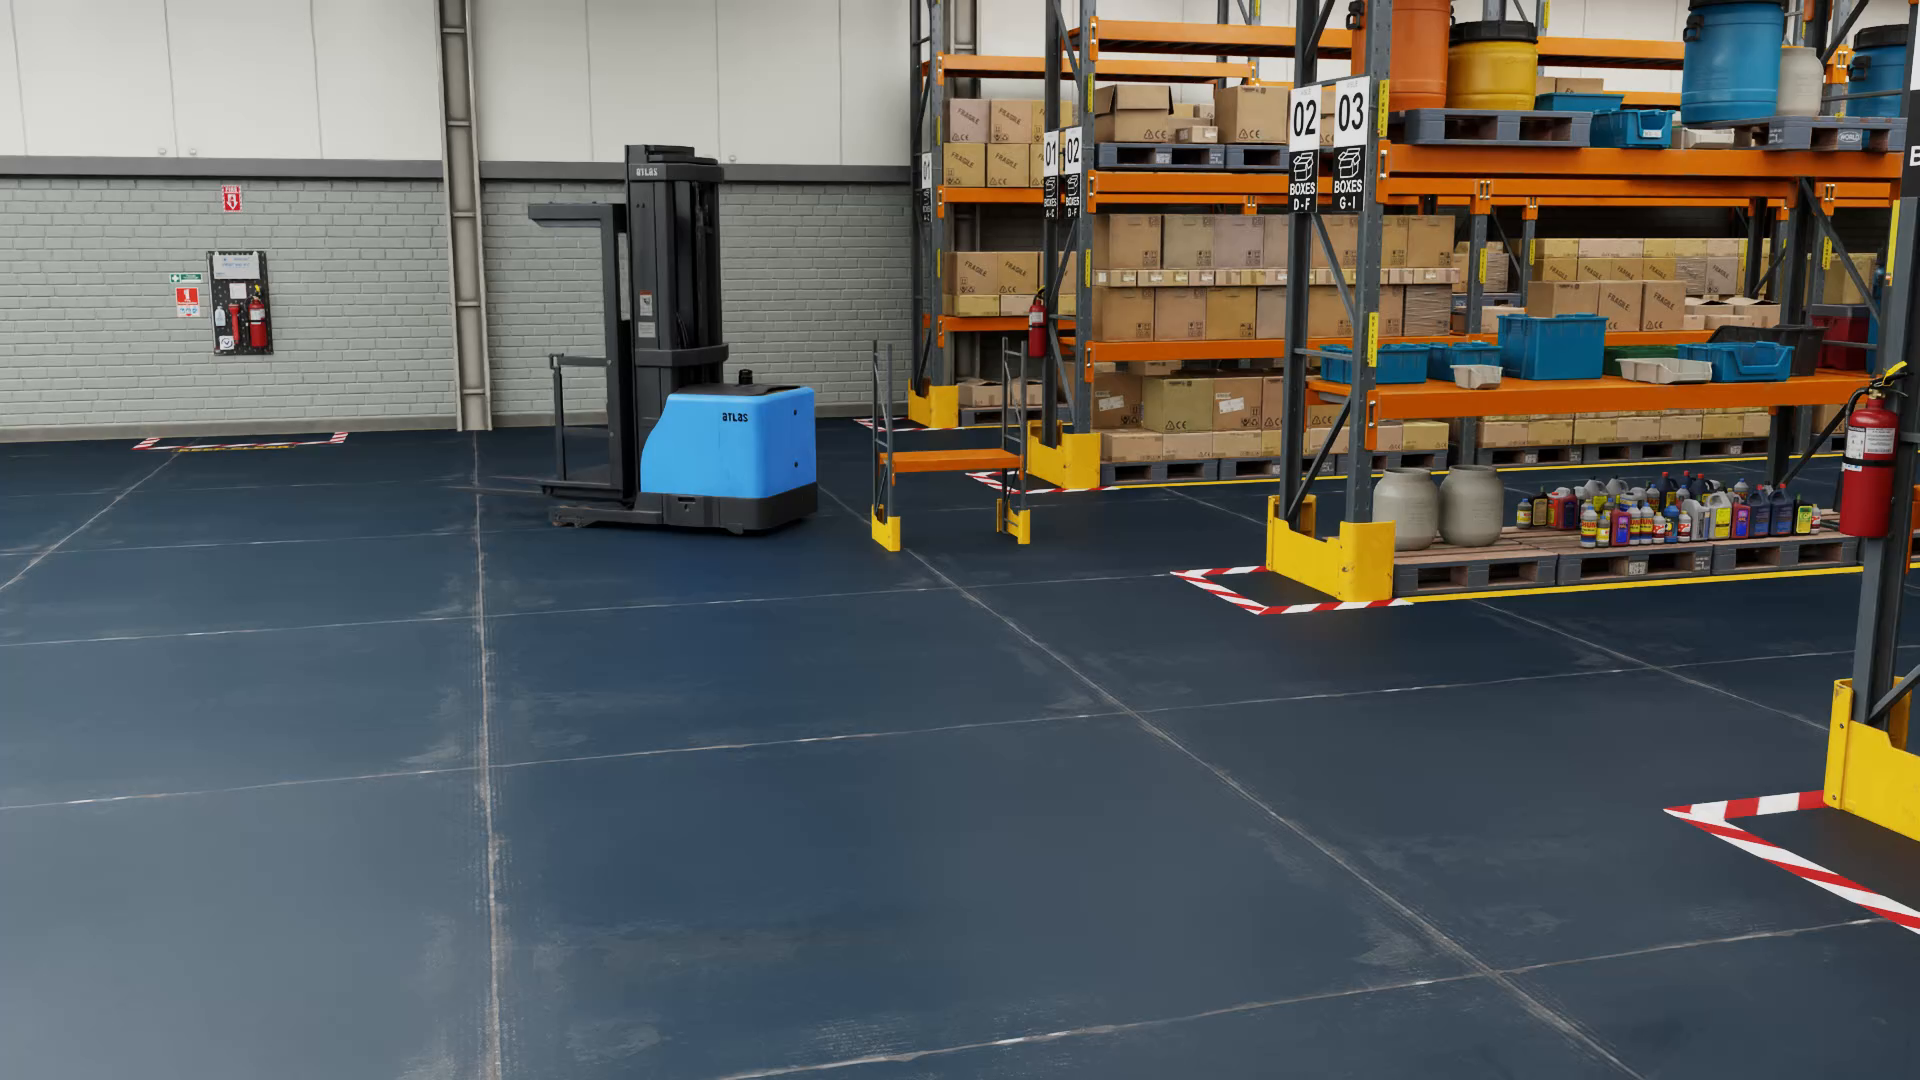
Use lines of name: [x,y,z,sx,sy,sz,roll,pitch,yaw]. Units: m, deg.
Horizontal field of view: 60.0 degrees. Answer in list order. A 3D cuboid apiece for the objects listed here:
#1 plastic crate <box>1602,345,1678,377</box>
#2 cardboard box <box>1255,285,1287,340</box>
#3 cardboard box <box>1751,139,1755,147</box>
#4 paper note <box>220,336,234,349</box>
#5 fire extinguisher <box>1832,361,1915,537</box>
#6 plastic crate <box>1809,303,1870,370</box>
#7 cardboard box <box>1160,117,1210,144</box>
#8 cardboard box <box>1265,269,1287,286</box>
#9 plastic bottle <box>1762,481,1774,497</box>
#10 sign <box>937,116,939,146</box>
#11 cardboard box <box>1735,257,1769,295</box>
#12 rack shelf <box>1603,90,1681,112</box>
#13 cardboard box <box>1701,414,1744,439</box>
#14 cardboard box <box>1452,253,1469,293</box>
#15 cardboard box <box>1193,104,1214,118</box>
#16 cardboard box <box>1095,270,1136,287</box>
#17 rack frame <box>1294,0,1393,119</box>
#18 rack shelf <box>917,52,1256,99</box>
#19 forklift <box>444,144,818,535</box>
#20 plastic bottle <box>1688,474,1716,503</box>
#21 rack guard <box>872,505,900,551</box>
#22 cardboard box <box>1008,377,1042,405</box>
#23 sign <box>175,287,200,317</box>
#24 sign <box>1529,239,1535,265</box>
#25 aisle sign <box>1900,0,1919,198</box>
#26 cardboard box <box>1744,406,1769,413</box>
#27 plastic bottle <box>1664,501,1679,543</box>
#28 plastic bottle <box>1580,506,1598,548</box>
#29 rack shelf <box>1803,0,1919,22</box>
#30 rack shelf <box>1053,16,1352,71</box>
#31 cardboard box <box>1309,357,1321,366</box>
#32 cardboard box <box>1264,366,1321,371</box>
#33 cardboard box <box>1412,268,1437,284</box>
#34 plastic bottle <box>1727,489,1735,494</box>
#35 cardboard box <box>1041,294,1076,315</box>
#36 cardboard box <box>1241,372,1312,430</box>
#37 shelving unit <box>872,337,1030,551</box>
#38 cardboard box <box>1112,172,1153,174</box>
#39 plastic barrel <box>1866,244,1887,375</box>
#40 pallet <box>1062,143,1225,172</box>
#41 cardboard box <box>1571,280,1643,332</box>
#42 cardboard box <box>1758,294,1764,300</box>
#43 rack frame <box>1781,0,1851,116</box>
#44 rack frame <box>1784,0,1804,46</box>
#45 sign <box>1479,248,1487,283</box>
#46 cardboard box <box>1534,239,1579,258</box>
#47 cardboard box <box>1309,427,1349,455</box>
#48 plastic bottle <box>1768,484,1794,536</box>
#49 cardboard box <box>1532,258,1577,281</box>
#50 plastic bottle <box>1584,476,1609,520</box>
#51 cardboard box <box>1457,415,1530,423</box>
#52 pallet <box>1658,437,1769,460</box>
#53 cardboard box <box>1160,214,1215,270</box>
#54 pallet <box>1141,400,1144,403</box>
plastic crate: [4.823,-1.258,11.682,0.662,0.188,0.450,-3,11,-16]
cardboard box: [2.921,-2.190,15.884,0.500,0.500,0.700,-3,11,-14]
cardboard box: [7.747,-3.991,16.913,0.500,0.250,0.500,-3,11,-14]
paper note: [-8.307,-2.236,18.838,0.142,0.148,0.016,-3,11,-16]
fire extinguisher: [3.510,-0.355,6.404,0.183,0.674,0.296,-3,11,-16]
plastic crate: [6.585,-1.491,12.186,0.583,0.464,0.402,-3,11,-16]
cardboard box: [2.016,-3.822,15.605,0.500,0.250,0.500,-3,11,-16]
cardboard box: [2.897,-2.469,15.607,0.250,0.149,0.380,-3,11,-15]
plastic bottle: [5.627,-0.238,11.657,0.185,0.351,0.144,-3,11,-16]
sign: [-0.252,-4.713,19.162,0.005,0.325,0.100,-3,11,-16]
cardboard box: [10.745,-3.647,22.921,0.500,0.500,0.500,-3,11,-17]
rack shelf: [9.197,-5.808,22.332,4.000,0.370,1.077,-3,11,-16]
cardboard box: [7.734,-1.204,17.239,0.500,0.250,0.500,-3,11,-17]
cardboard box: [6.299,-3.514,21.858,0.500,0.500,0.700,-4,11,-21]
cardboard box: [3.031,-5.058,20.358,0.500,0.500,0.500,-4,11,-21]
cardboard box: [1.421,-2.392,15.185,0.250,0.149,0.380,-3,11,-16]
rack frame: [2.365,-4.130,10.127,0.127,3.000,1.000,-3,11,-16]
rack shelf: [1.516,-5.598,20.097,4.000,0.370,1.077,-3,11,-16]
forklift: [-2.718,-1.623,13.268,3.031,2.935,1.130,4,11,20]
plastic bottle: [5.355,-0.302,12.004,0.185,0.351,0.144,-3,11,-16]
rack guard: [-0.551,-0.094,12.366,0.087,0.250,0.587,-3,11,-16]
cardboard box: [0.833,-1.844,20.491,0.500,0.311,0.500,-2,11,-11]
sign: [-8.678,-2.673,18.684,0.234,0.329,0.001,-3,11,-16]
sign: [7.438,-3.743,21.617,0.005,0.325,0.100,-3,11,-16]
aisle sign: [3.606,-1.646,6.024,0.004,0.787,0.394,-3,11,-16]
cardboard box: [8.231,-1.507,17.331,0.500,0.311,0.500,-3,11,-14]
plastic bottle: [4.812,-0.125,11.259,0.097,0.271,0.097,0,10,0]
plastic bottle: [4.193,-0.092,11.082,0.097,0.271,0.097,0,10,0]
rack shelf: [4.285,-3.681,10.778,4.000,0.370,1.077,-3,11,-16]
rack shelf: [2.904,-4.542,15.456,4.000,0.370,1.077,-3,11,-16]
cardboard box: [4.620,-2.166,21.719,0.500,0.500,0.700,-3,11,-17]
cardboard box: [3.332,-1.447,16.484,0.500,0.500,0.500,-3,11,-16]
cardboard box: [4.385,-2.548,16.037,0.250,0.149,0.380,-3,11,-17]
plastic bottle: [5.679,-0.277,12.282,0.097,0.201,0.097,0,10,0]
cardboard box: [1.138,-2.861,20.162,0.500,0.250,0.500,-3,11,-17]
cardboard box: [3.002,-1.328,15.839,0.500,0.500,0.500,-3,11,-16]
shelving unit: [-0.073,-0.734,12.390,1.083,1.500,0.587,-3,11,-16]
cardboard box: [2.010,-4.512,20.155,0.500,0.500,0.500,-3,11,-18]
plastic barrel: [6.661,-1.596,11.544,0.708,0.901,0.600,-3,11,-16]
pallet: [1.670,-3.504,15.255,1.213,0.211,1.003,-3,11,-16]
cardboard box: [6.553,-2.381,16.917,0.500,0.500,0.500,-3,11,-16]
cardboard box: [10.872,-3.329,22.984,0.250,0.149,0.380,-3,11,-15]
rack frame: [8.665,-5.396,17.004,0.127,3.000,1.000,-3,11,-16]
rack frame: [11.117,-6.460,22.781,0.127,3.000,1.000,-3,11,-16]
sign: [4.981,-2.612,15.839,0.005,0.325,0.100,-3,11,-16]
cardboard box: [7.812,-3.861,22.008,0.500,0.250,0.500,-3,11,-15]
cardboard box: [3.481,-0.985,16.046,0.500,0.250,0.500,-3,11,-16]
plastic bottle: [5.668,-0.213,11.521,0.185,0.351,0.144,-3,11,-17]
cardboard box: [7.815,-3.492,22.078,0.500,0.500,0.500,-3,11,-14]
plastic bottle: [4.546,-0.287,11.920,0.185,0.351,0.144,-3,11,-14]
cardboard box: [5.291,-1.351,16.487,0.500,0.311,0.500,-3,11,-16]
pallet: [7.864,-1.040,17.611,1.213,0.211,1.003,-3,11,-16]
cardboard box: [1.990,-2.780,15.503,0.500,0.500,0.700,-3,11,-17]
pallet: [2.801,-1.693,21.159,1.213,0.211,1.003,-3,11,-16]
